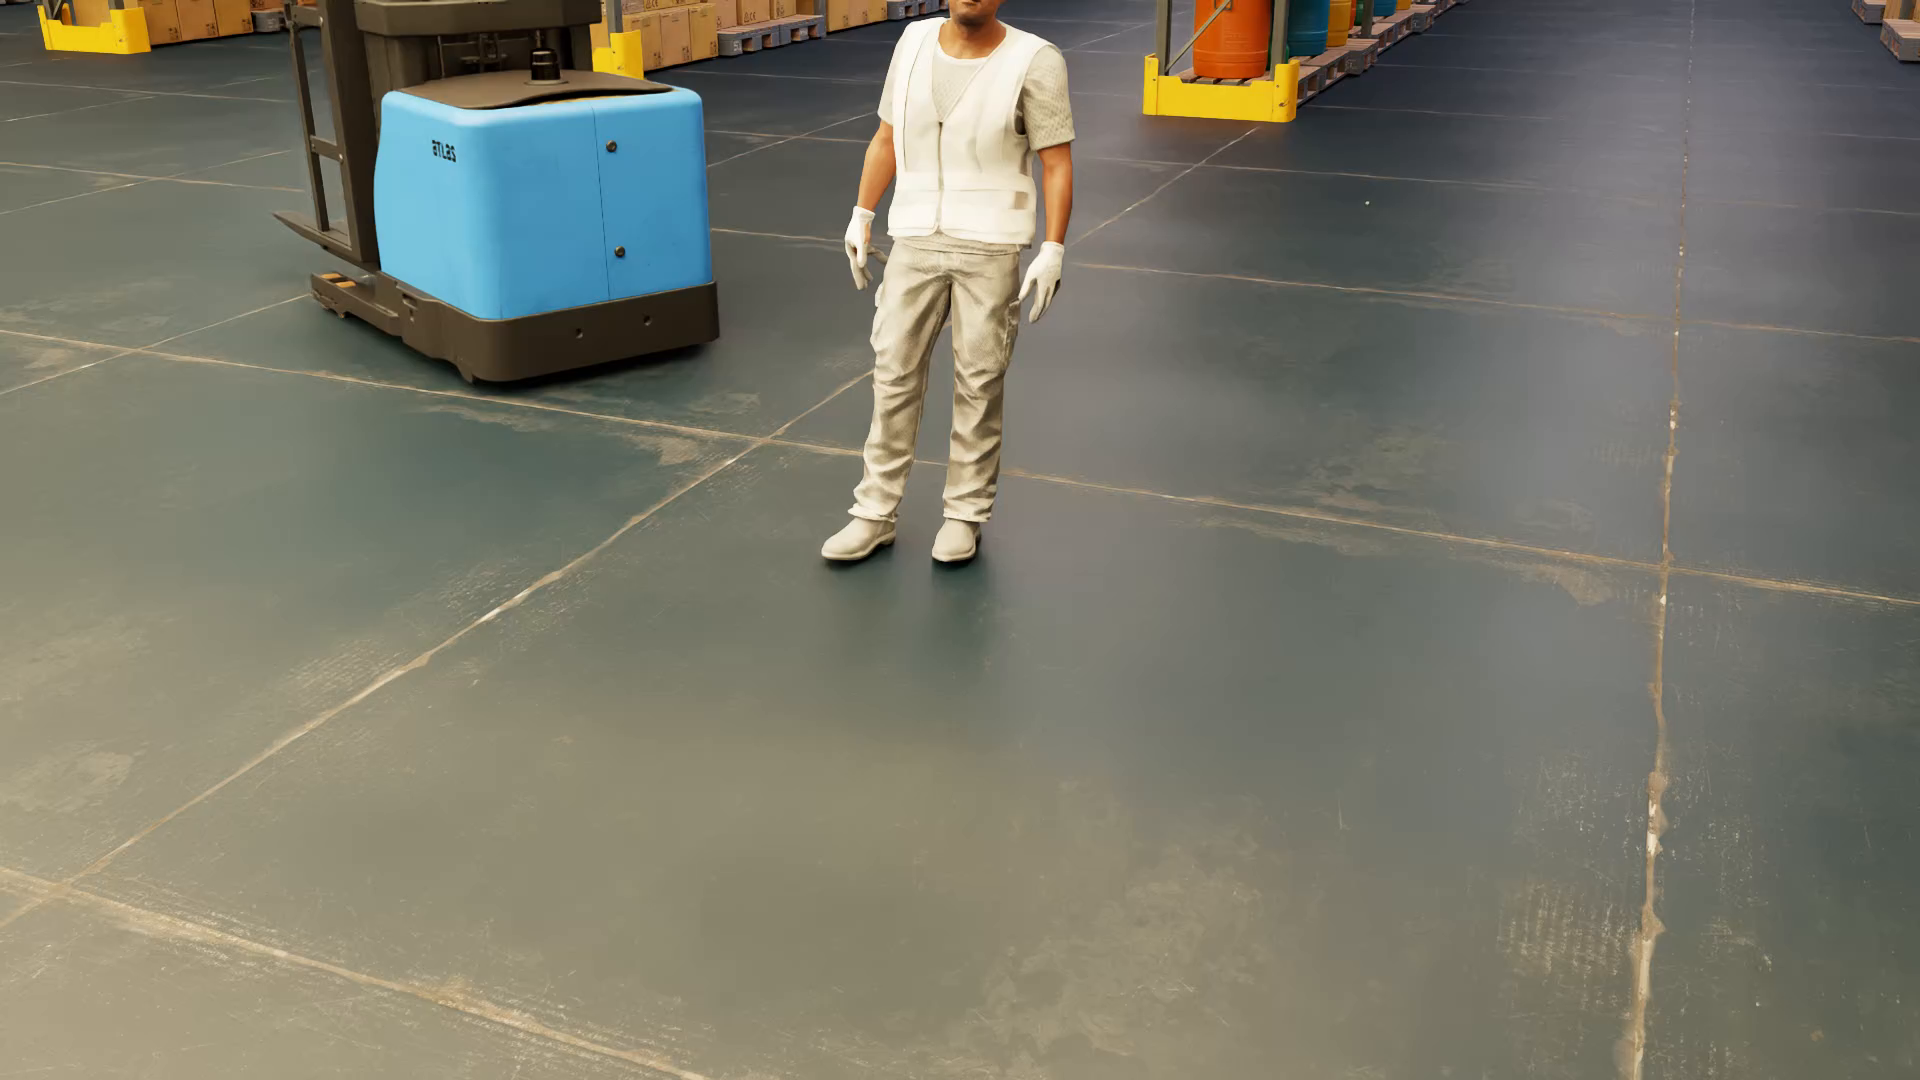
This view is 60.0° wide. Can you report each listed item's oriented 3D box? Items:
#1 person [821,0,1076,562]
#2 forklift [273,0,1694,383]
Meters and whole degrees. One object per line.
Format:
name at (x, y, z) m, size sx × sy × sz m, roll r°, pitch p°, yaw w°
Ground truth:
person at (-0.038, -0.801, 4.680) m, size 0.656 × 1.784 × 0.557 m, roll 9°, pitch 24°, yaw 21°
forklift at (3.056, -6.638, 17.172) m, size 23.089 × 2.935 × 13.213 m, roll -17°, pitch 28°, yaw -35°
